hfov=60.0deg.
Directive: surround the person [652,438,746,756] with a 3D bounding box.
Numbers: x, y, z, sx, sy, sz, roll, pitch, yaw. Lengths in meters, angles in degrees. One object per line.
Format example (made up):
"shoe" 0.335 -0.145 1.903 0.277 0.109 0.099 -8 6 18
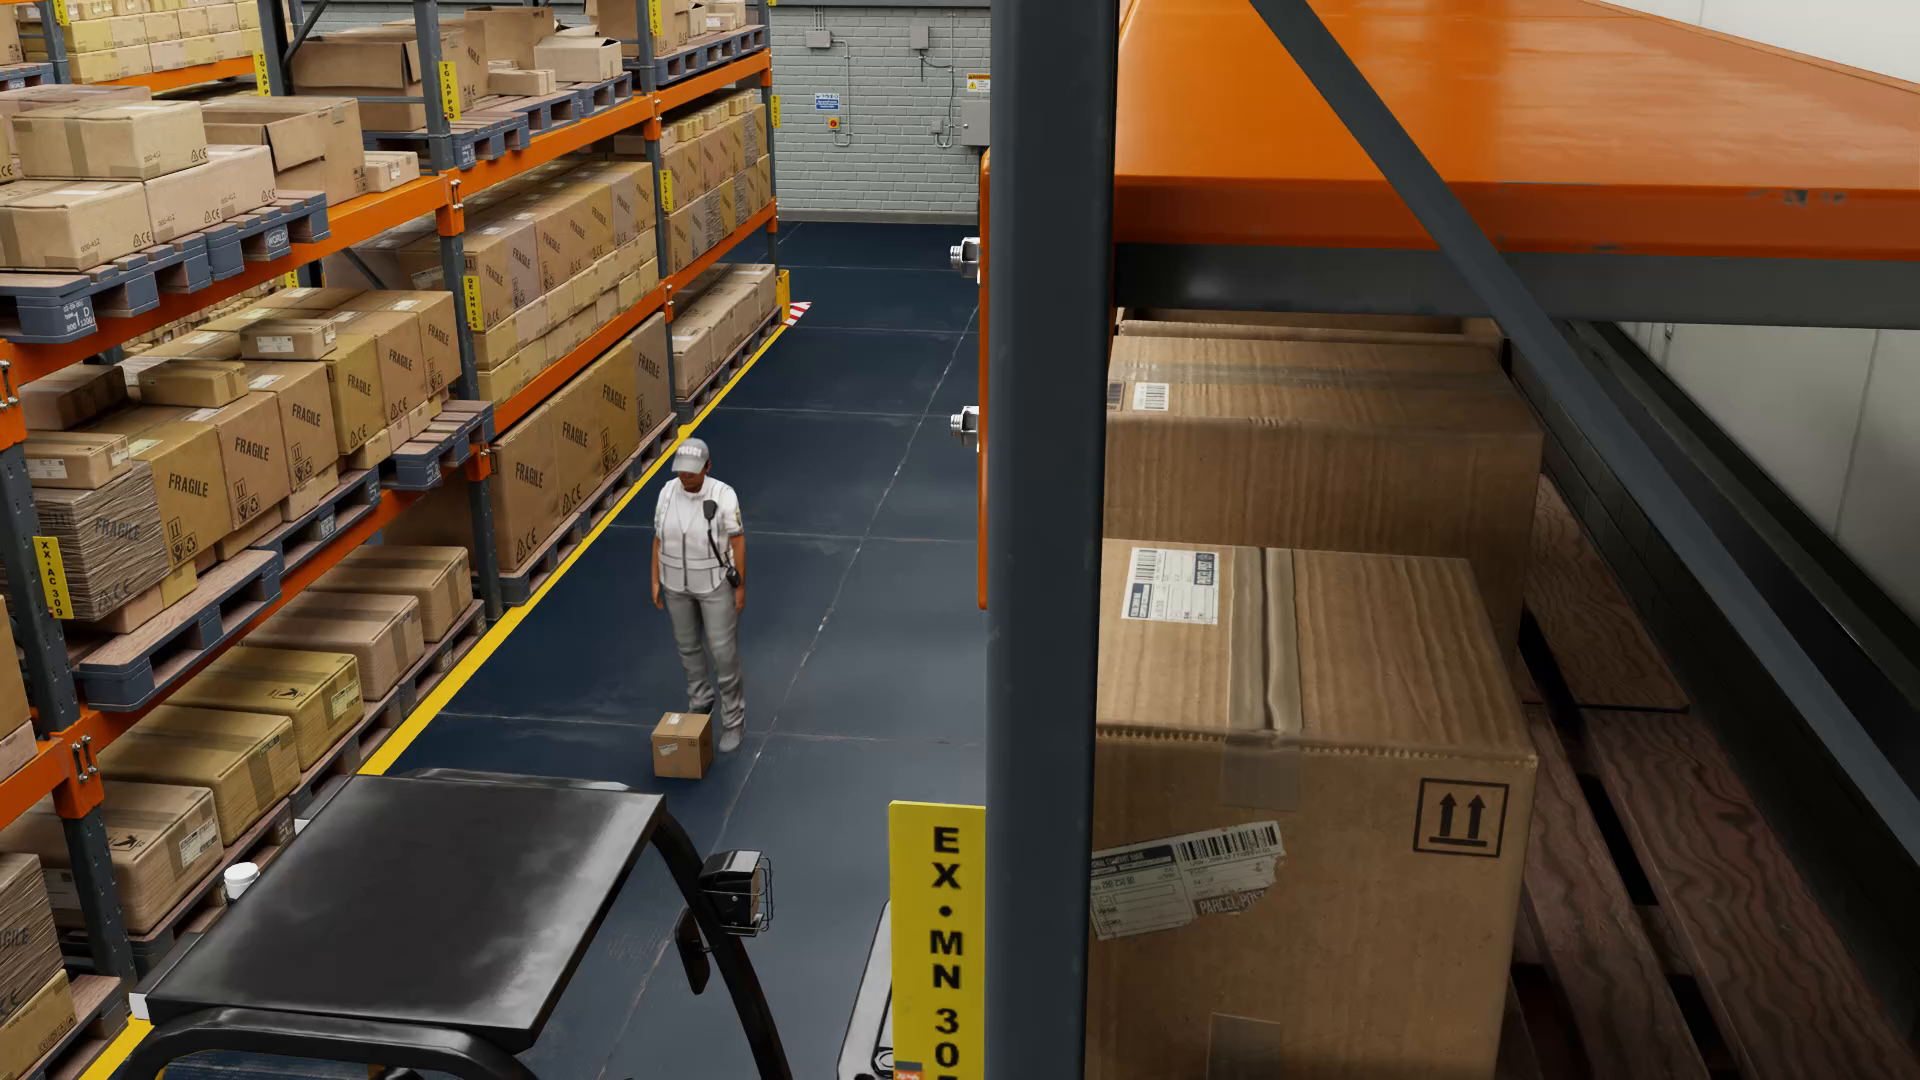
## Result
"person" -1.412 0.278 8.880 0.530 1.687 0.512 5 22 12
